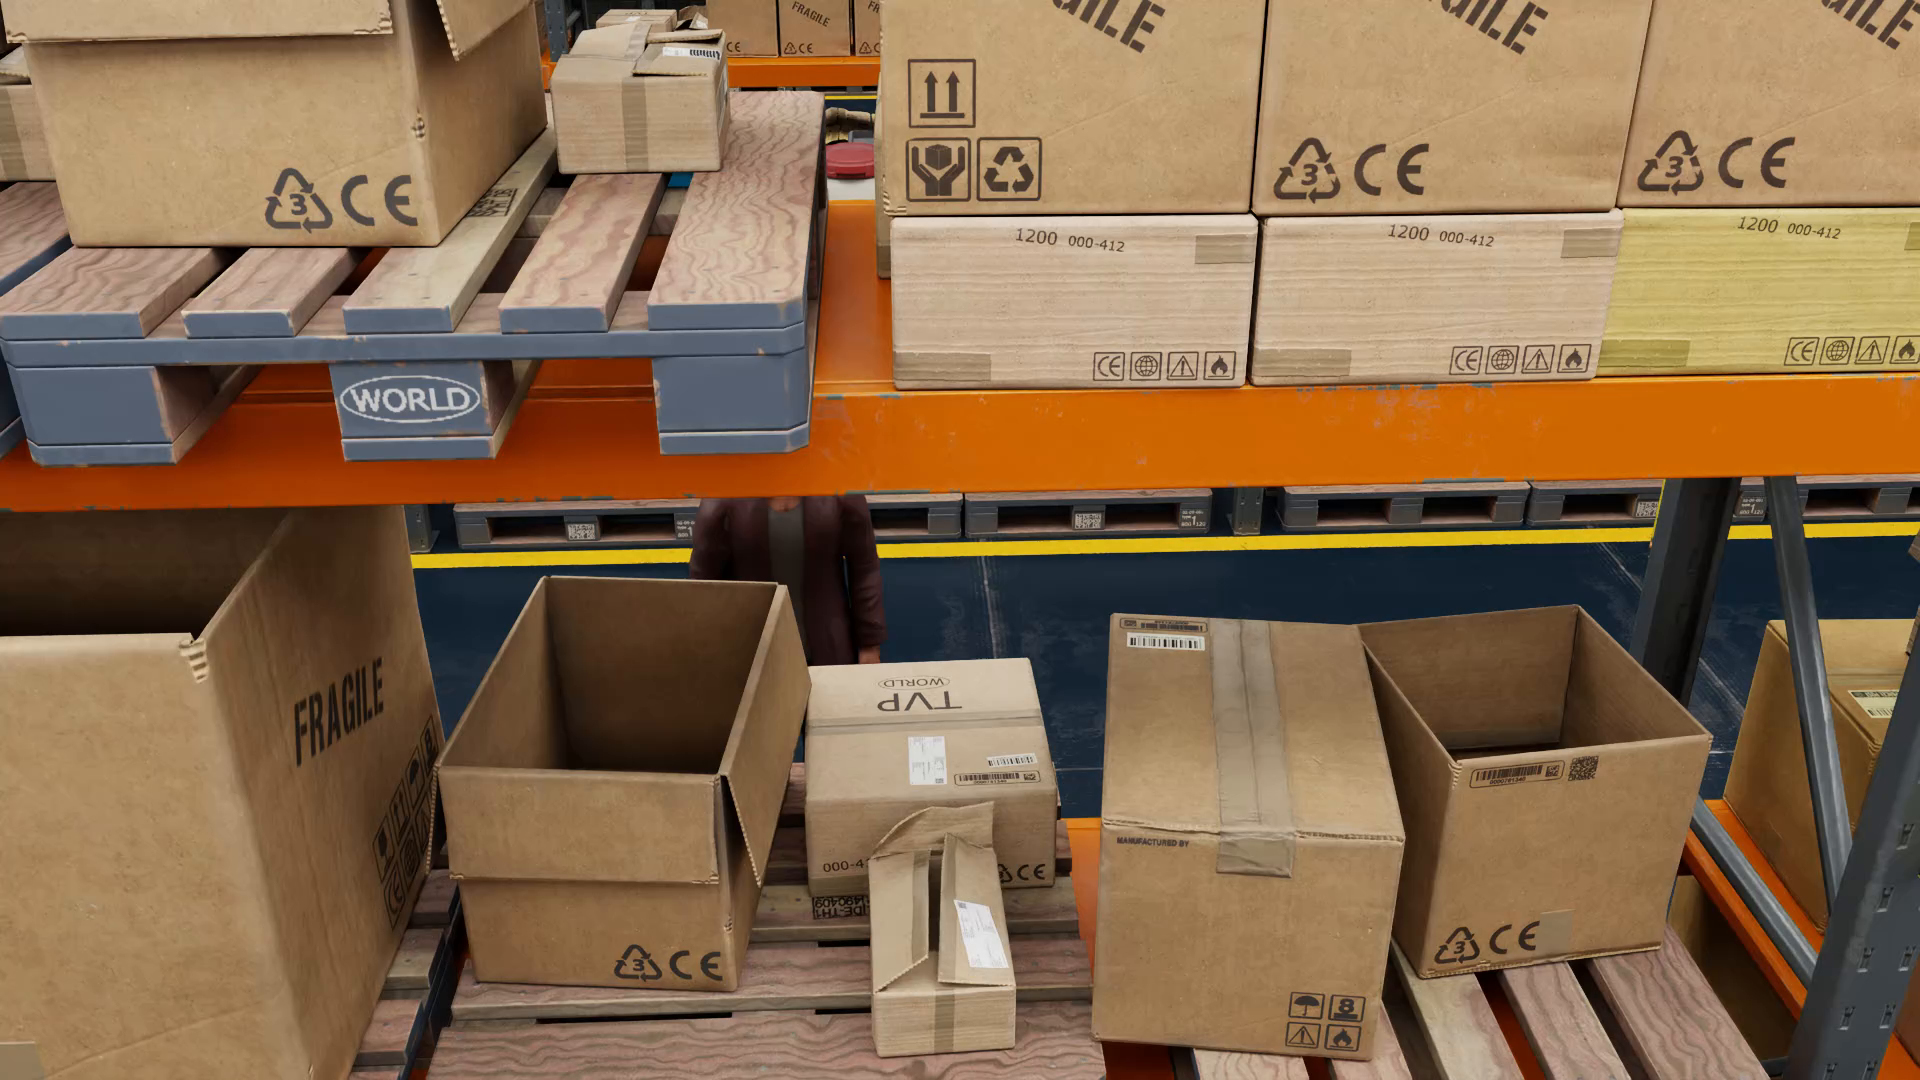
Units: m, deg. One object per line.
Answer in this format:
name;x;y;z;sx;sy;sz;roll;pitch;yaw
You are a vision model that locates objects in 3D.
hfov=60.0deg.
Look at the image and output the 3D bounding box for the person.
person;-0.559;0.357;5.442;0.652;1.773;0.427;-3;27;-6
